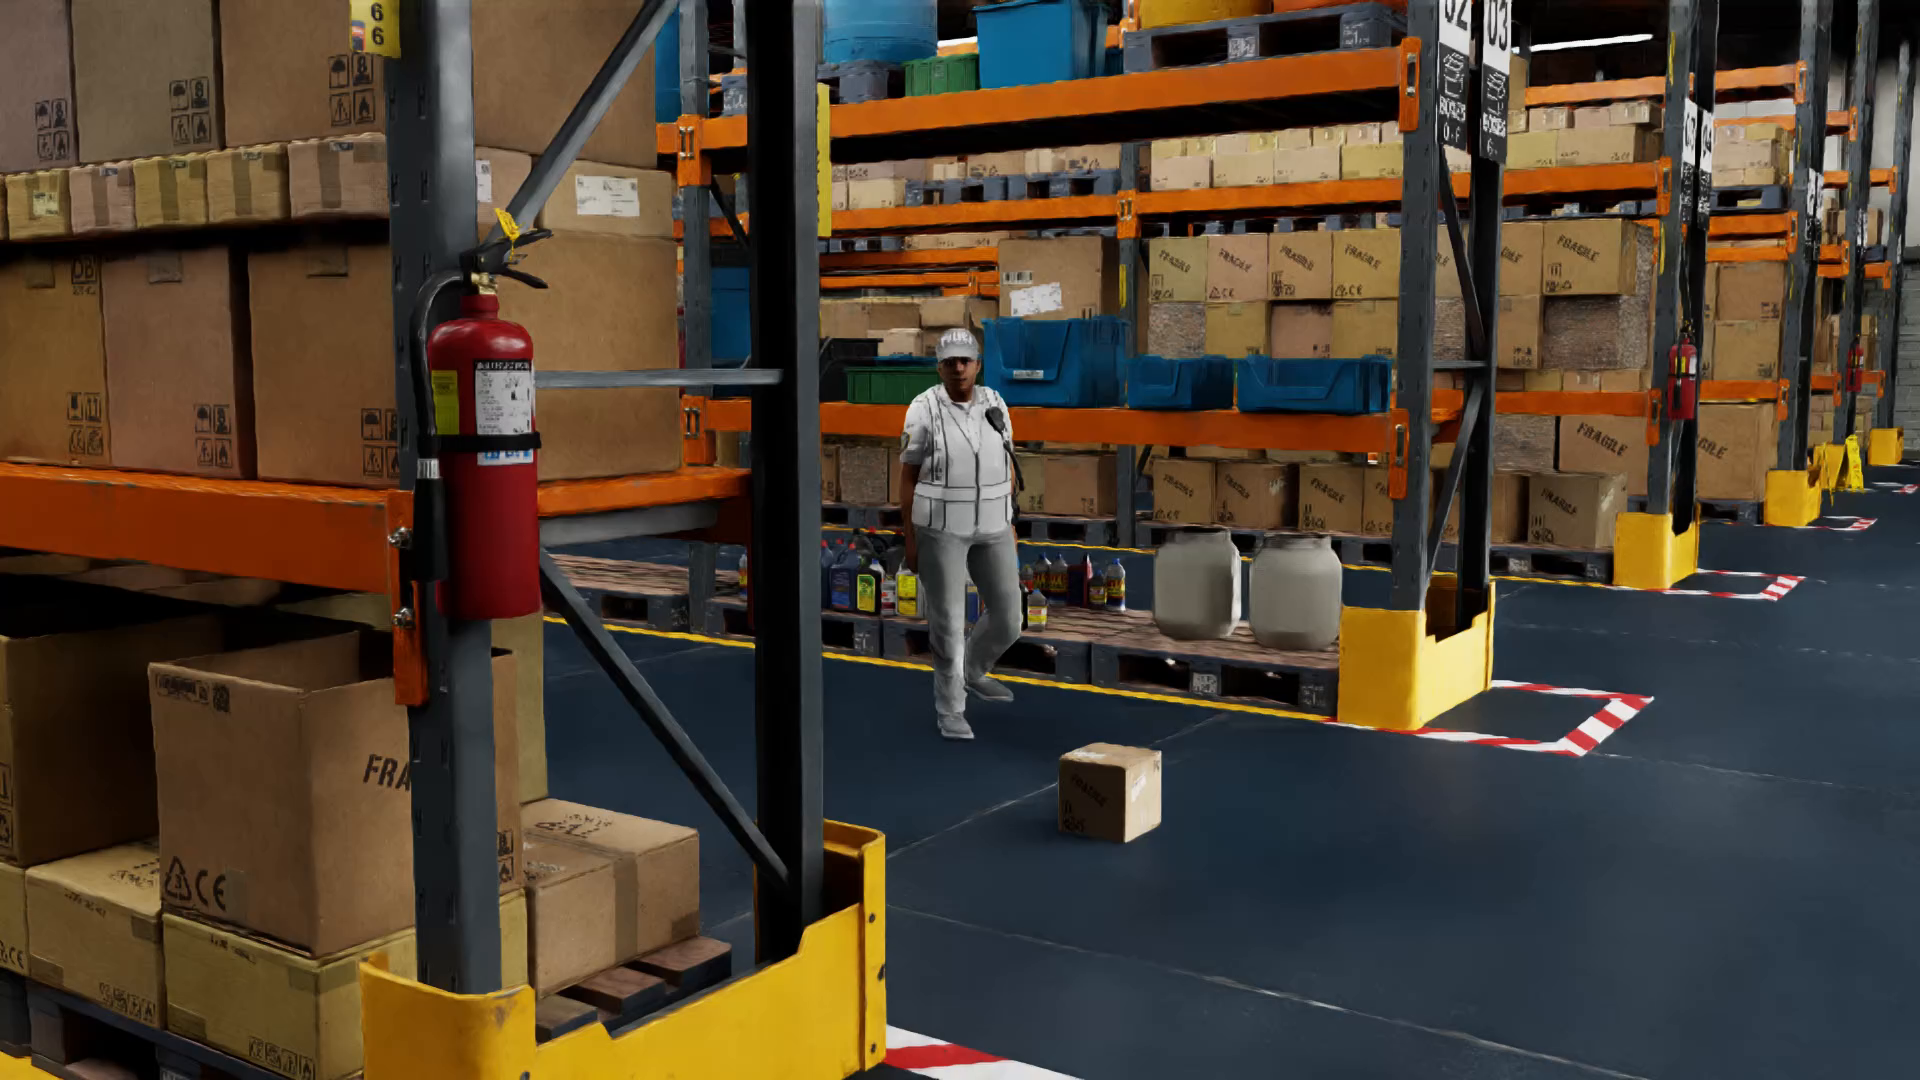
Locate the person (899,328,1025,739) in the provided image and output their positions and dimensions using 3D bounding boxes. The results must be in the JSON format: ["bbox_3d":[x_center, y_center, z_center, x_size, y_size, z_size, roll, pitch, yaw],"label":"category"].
[{"bbox_3d":[0.006,-0.036,6.823,0.547,1.655,0.582,-2,7,-21],"label":"person"}]
